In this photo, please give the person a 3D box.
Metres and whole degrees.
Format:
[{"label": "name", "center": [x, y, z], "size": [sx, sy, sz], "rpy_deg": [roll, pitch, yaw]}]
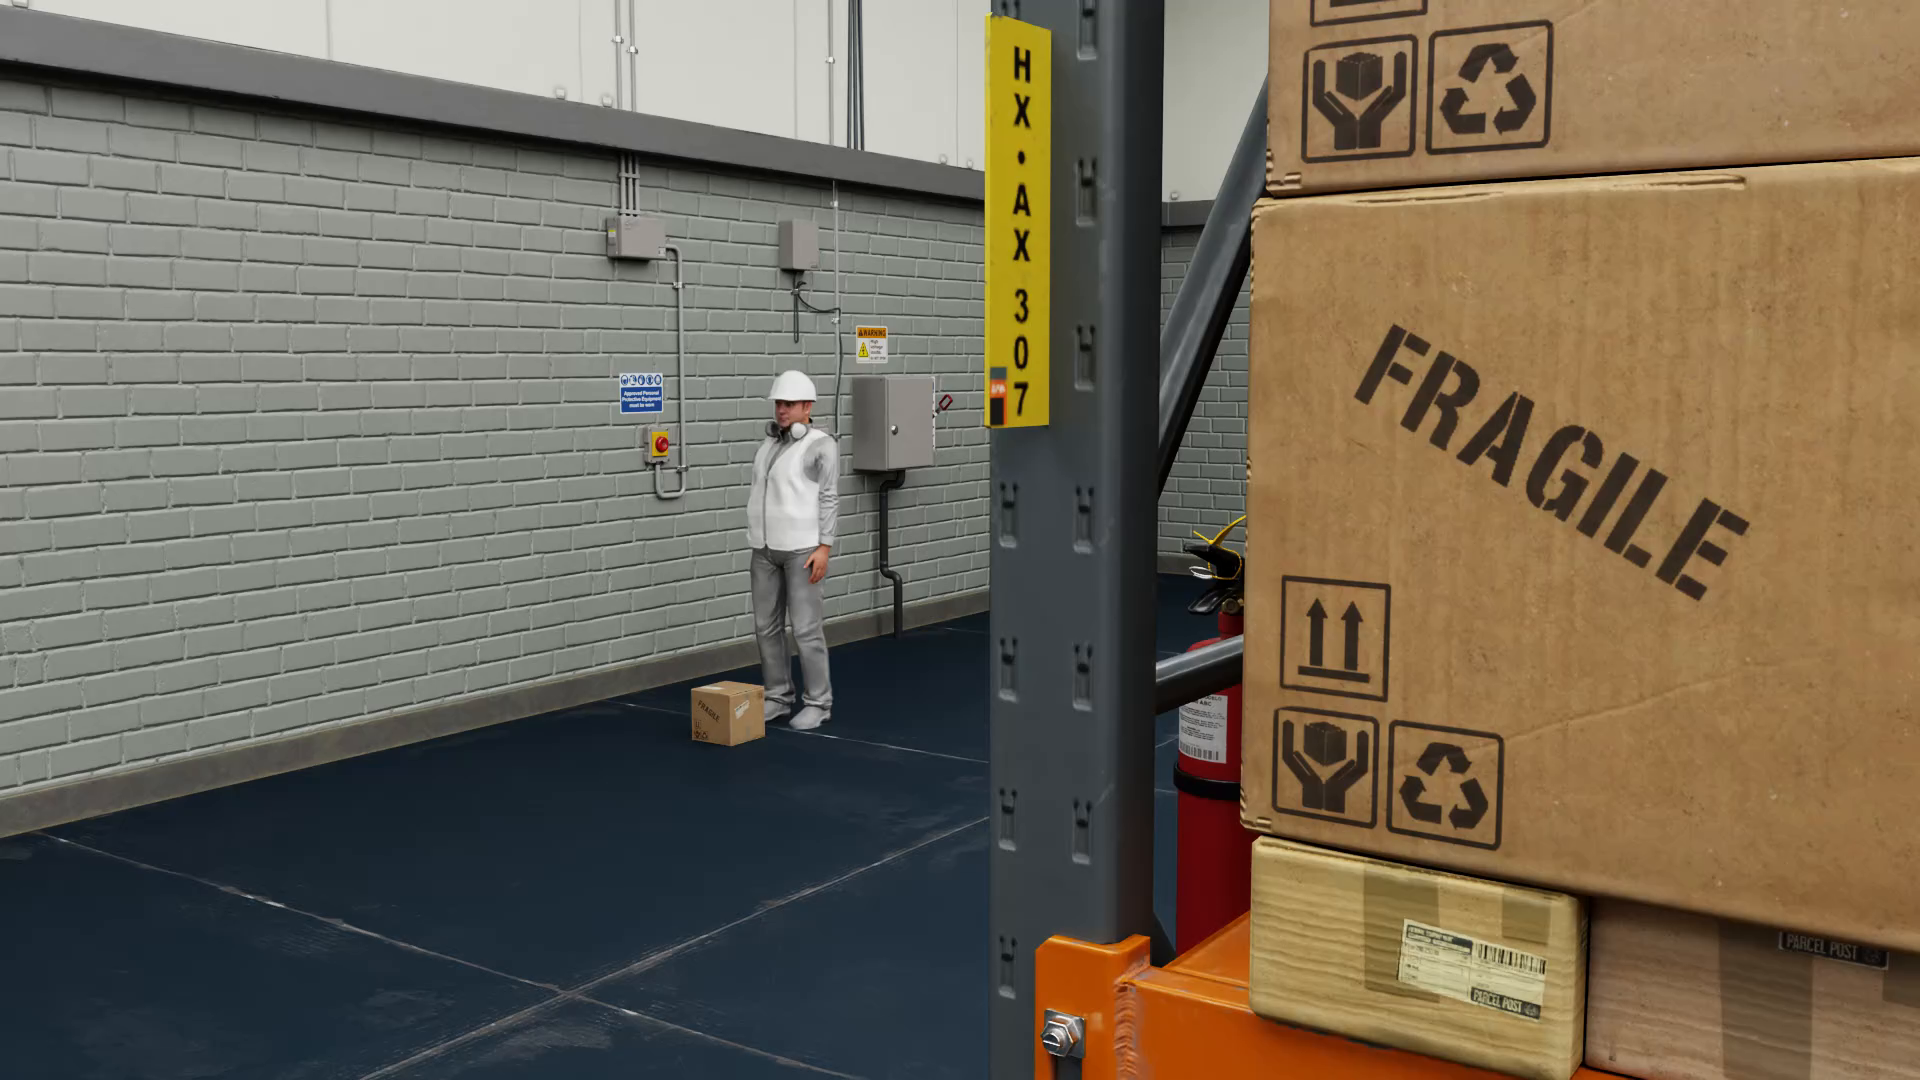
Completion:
[{"label": "person", "center": [-0.842, 0.046, 8.317], "size": [0.532, 1.778, 0.360], "rpy_deg": [4, 8, 35]}]
